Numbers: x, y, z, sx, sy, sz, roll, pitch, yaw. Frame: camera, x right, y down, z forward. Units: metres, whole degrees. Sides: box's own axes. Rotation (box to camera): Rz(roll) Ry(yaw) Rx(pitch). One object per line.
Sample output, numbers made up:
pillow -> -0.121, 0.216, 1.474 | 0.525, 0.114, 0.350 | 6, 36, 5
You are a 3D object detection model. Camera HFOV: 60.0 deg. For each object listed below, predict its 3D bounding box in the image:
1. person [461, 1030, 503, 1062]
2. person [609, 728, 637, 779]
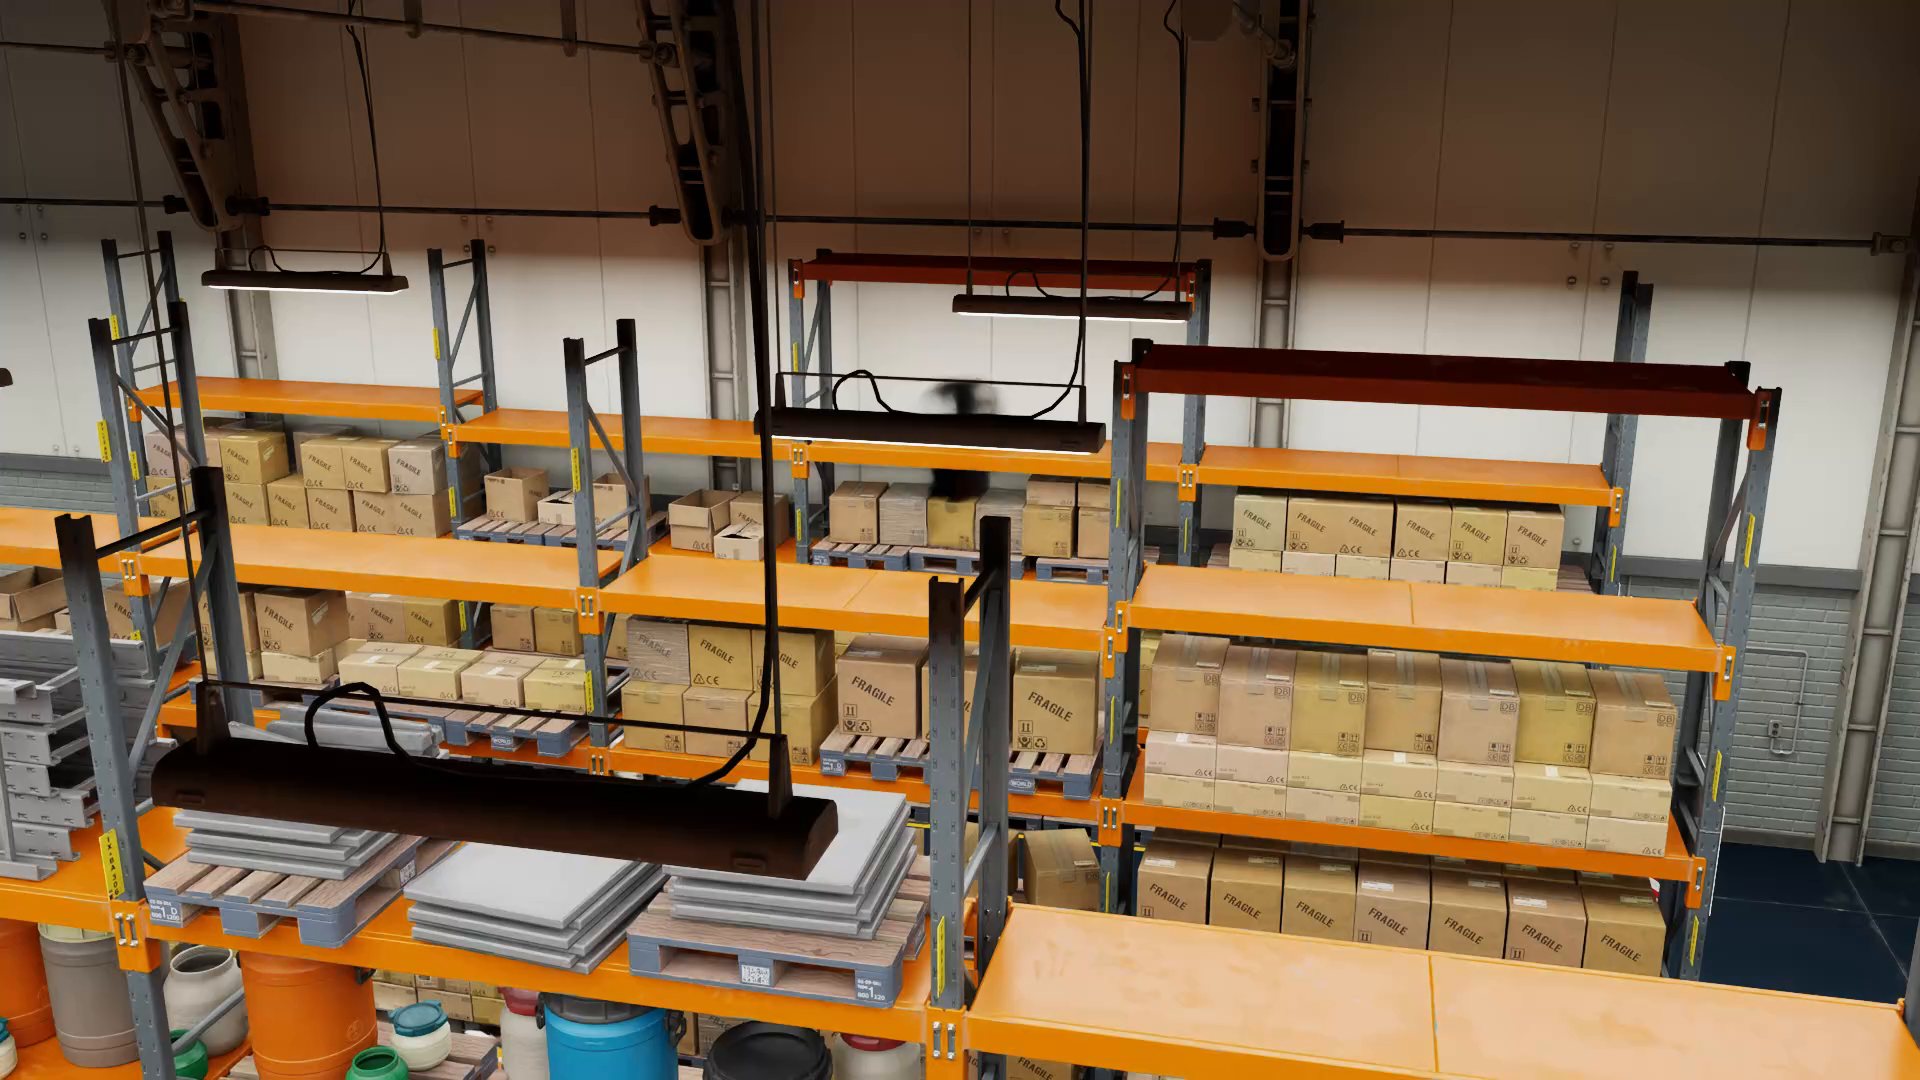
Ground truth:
person -> -3.159, 4.112, 11.256 | 0.553, 1.717, 0.734 | 3, 17, 10
person -> -3.424, 2.505, 16.740 | 0.561, 1.731, 0.691 | 2, 16, 6
